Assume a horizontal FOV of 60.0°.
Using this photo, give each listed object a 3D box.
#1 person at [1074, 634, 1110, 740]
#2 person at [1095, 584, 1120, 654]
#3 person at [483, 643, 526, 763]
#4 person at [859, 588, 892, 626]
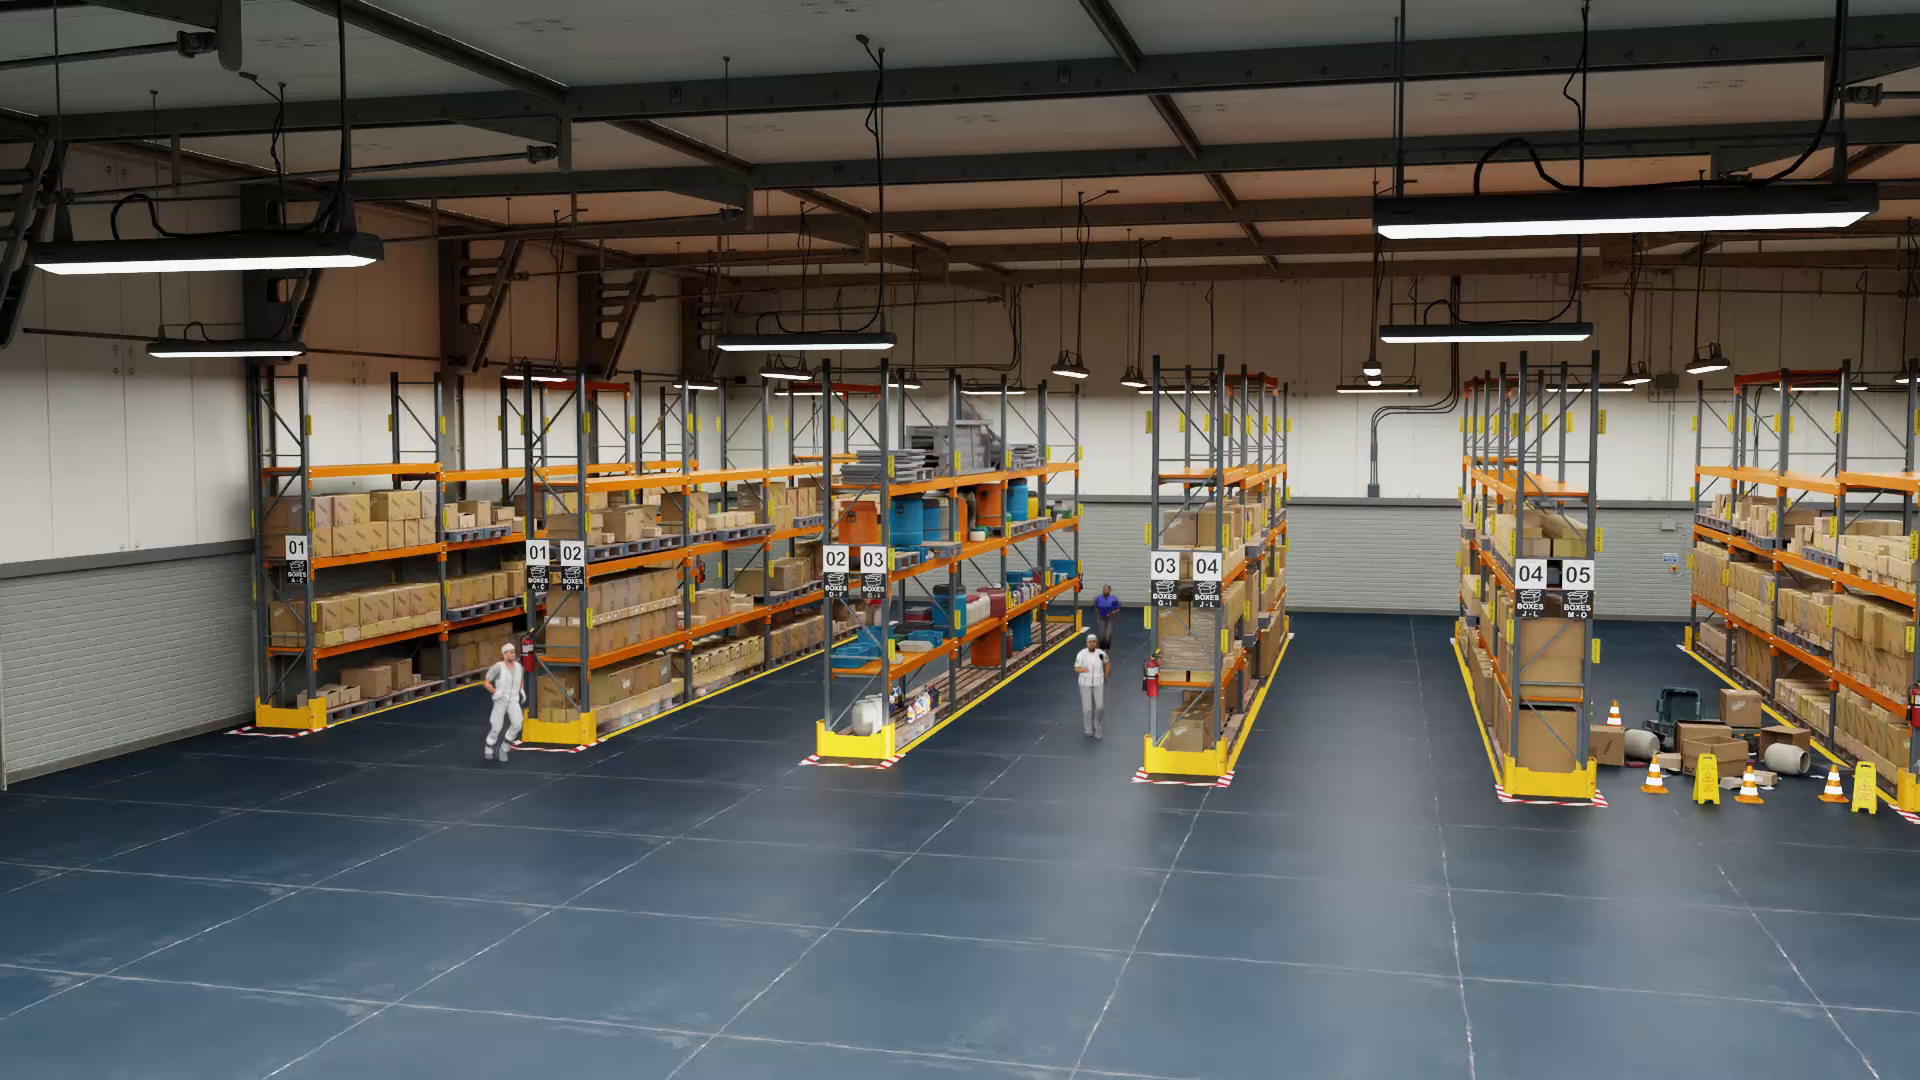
[{"bbox_3d":[2.120,2.352,26.577,0.586,1.695,0.661,0,4,2],"label":"person"},{"bbox_3d":[3.020,1.711,34.216,0.552,1.601,0.653,1,4,10],"label":"person"},{"bbox_3d":[-6.738,2.417,24.746,0.712,1.758,0.644,-3,5,-39],"label":"person"},{"bbox_3d":[-1.780,1.504,34.982,0.685,1.786,0.846,0,4,5],"label":"person"}]
